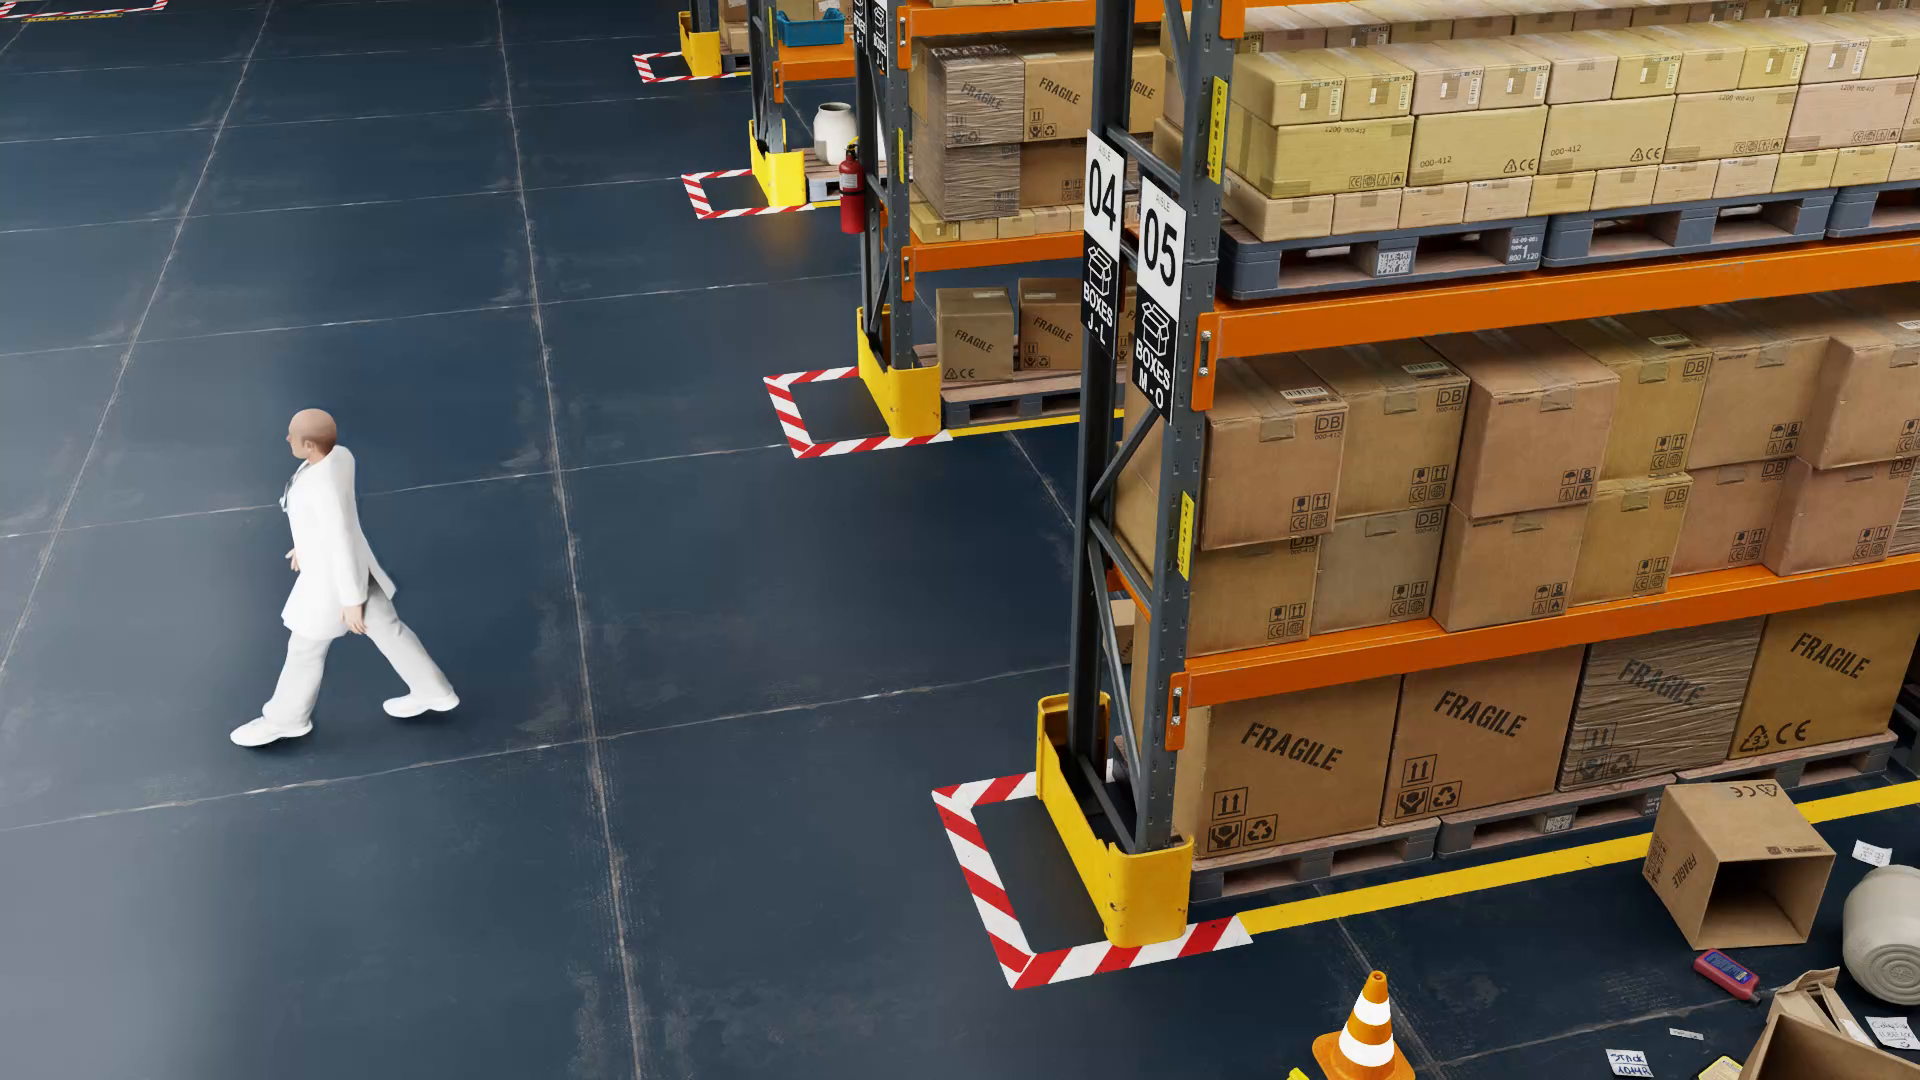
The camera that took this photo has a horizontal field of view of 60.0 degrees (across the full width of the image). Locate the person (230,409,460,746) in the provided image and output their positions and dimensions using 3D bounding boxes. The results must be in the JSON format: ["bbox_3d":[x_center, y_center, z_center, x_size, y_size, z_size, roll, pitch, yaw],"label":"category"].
[{"bbox_3d":[-3.069,0.157,7.960,1.071,1.723,0.622,-3,30,-5],"label":"person"}]
